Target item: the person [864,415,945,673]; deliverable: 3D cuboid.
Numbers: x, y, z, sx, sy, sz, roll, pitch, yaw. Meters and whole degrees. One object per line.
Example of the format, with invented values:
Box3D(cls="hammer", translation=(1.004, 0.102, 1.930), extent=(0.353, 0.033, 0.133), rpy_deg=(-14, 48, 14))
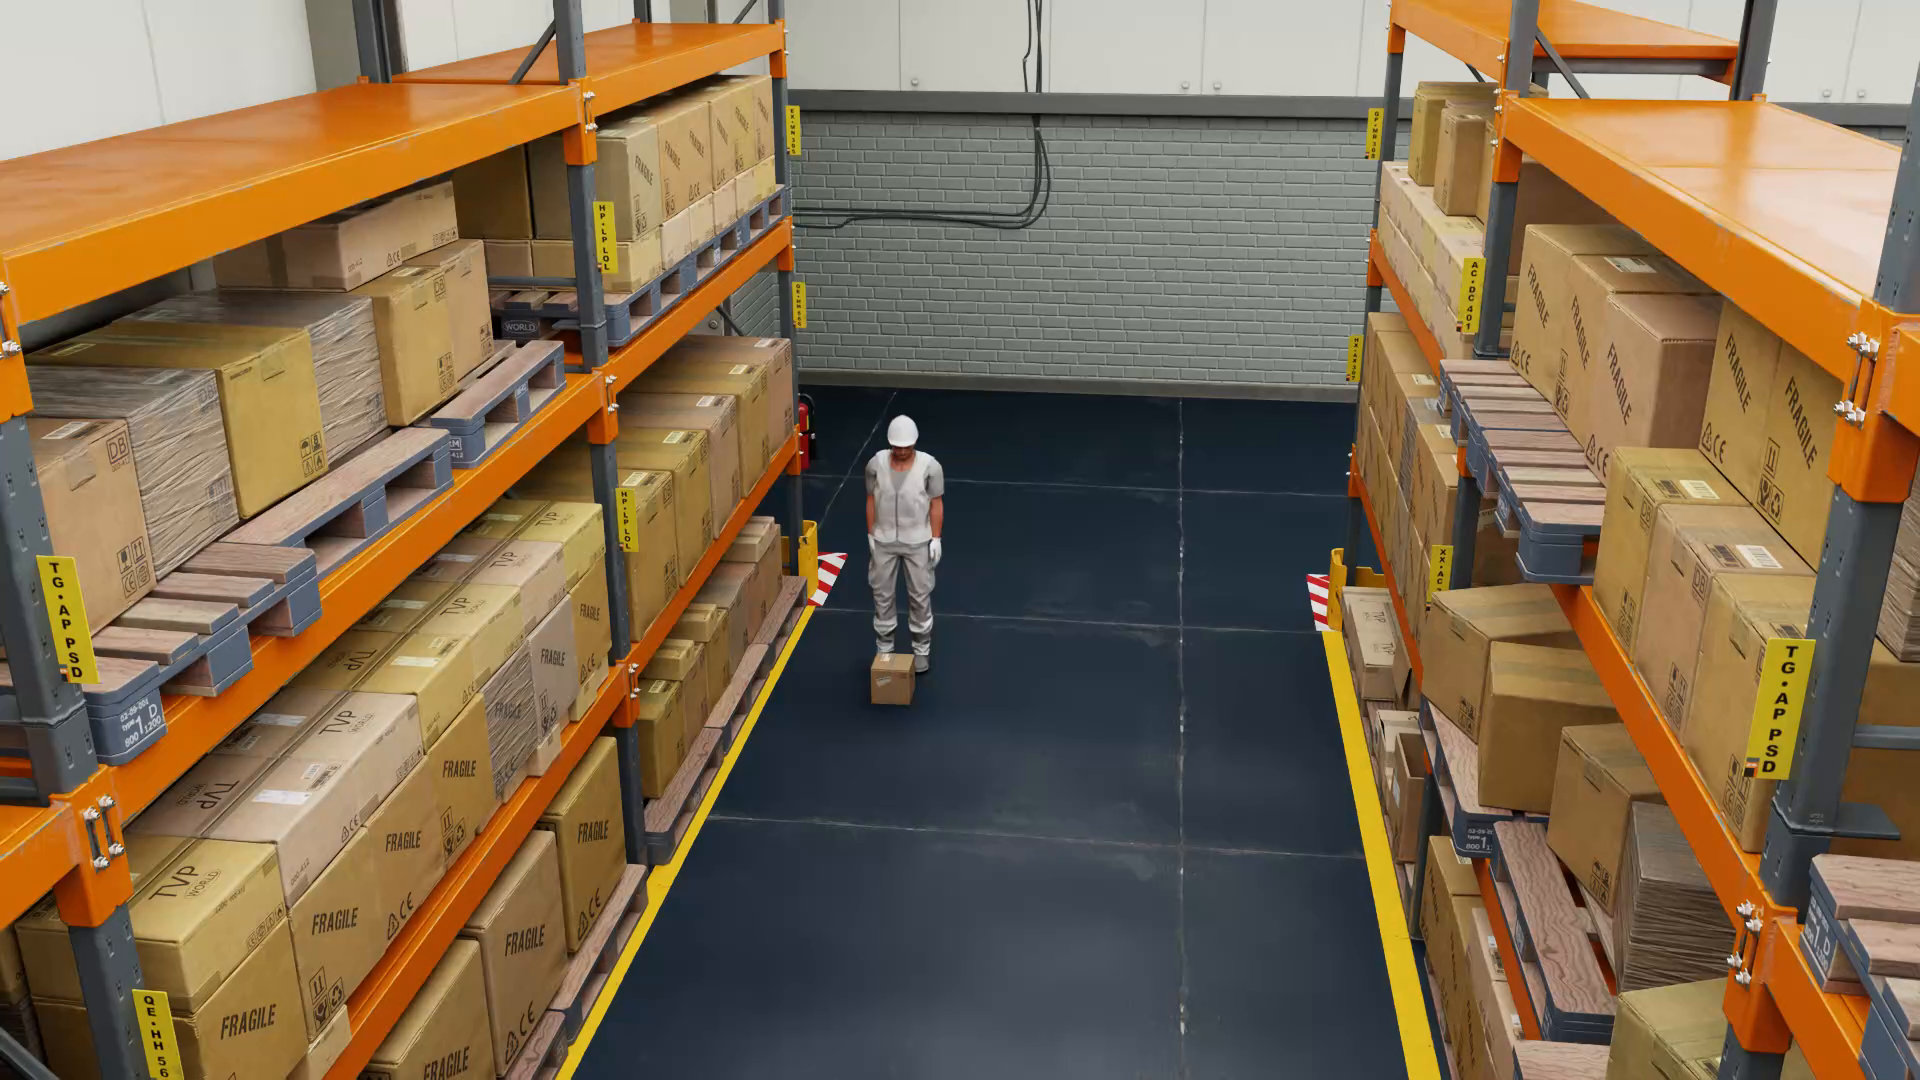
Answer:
Box3D(cls="person", translation=(-0.371, 0.022, 11.007), extent=(0.528, 1.775, 0.364), rpy_deg=(3, 21, 7))
